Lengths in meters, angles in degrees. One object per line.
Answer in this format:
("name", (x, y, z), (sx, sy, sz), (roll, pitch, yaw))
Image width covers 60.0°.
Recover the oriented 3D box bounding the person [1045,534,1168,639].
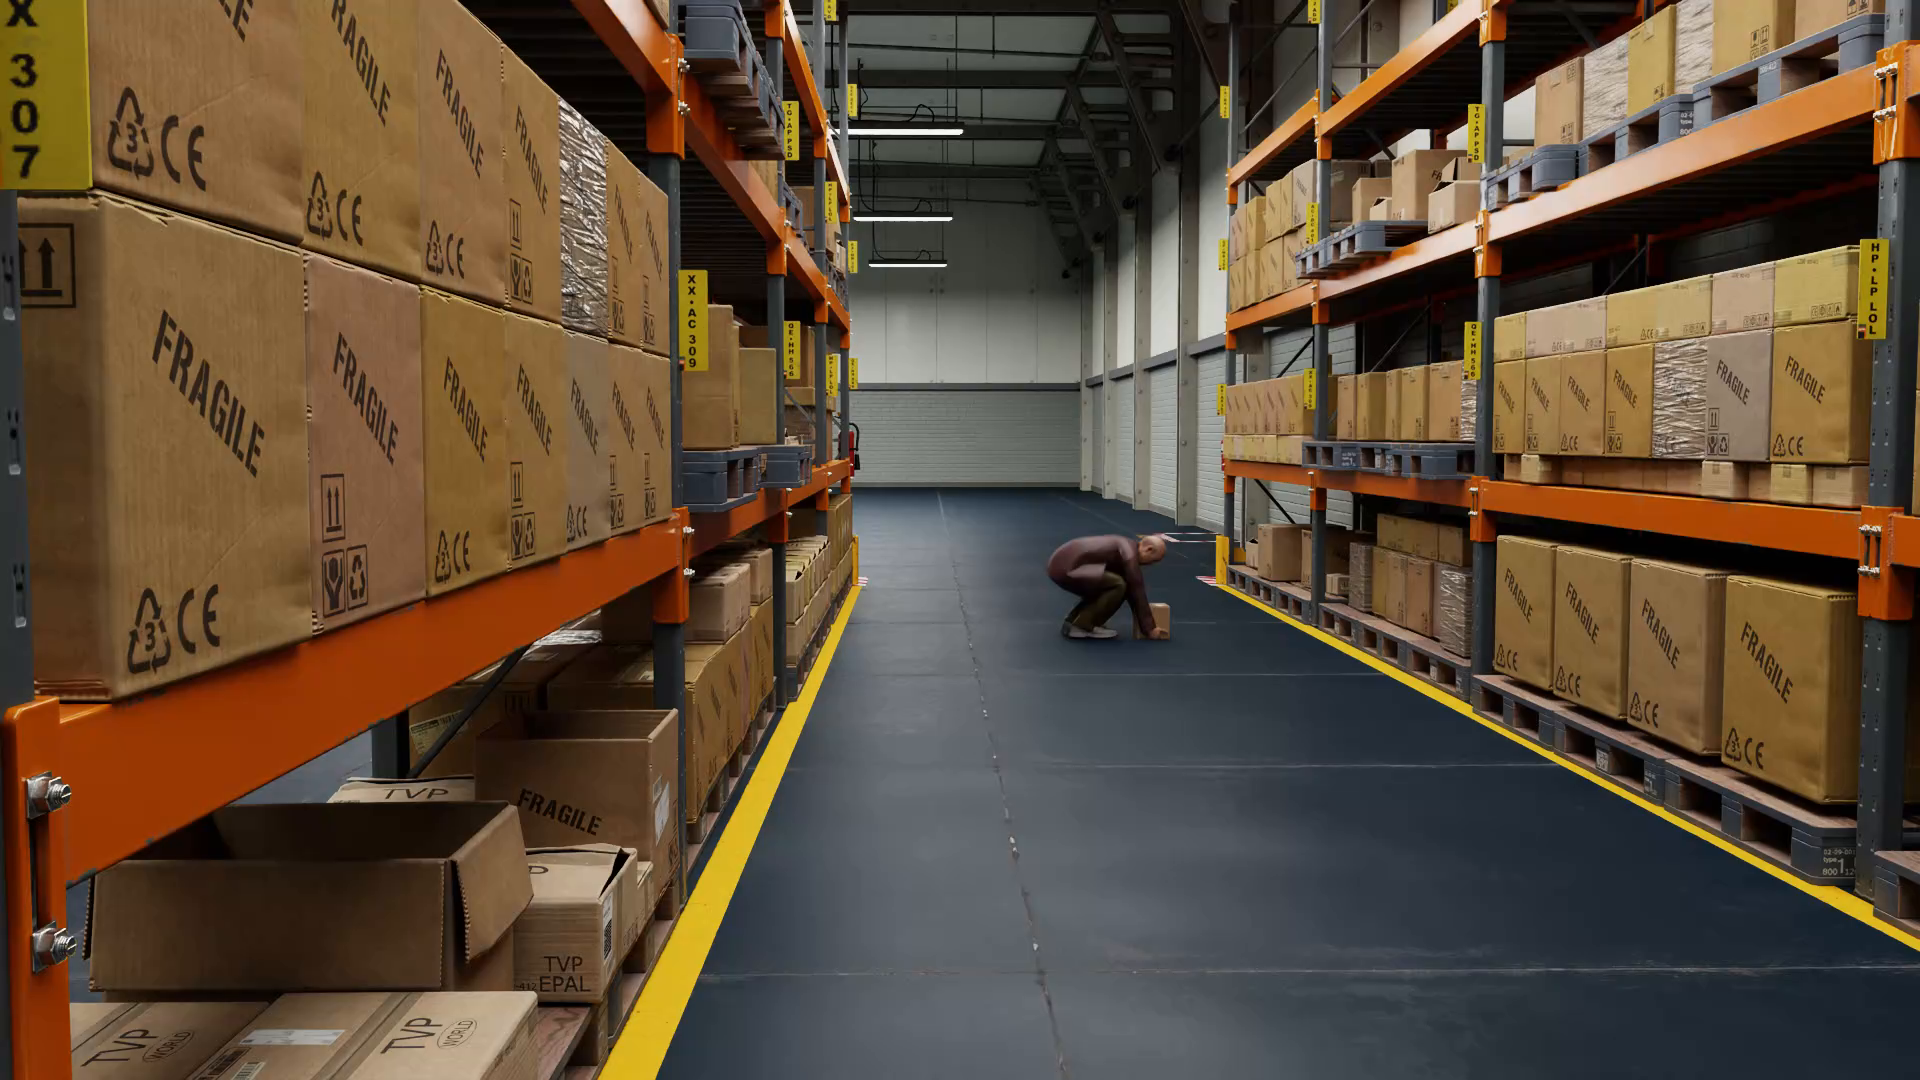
("person", (1.129, 0.366, 12.862), (0.940, 0.811, 0.574), (0, 4, -3))
